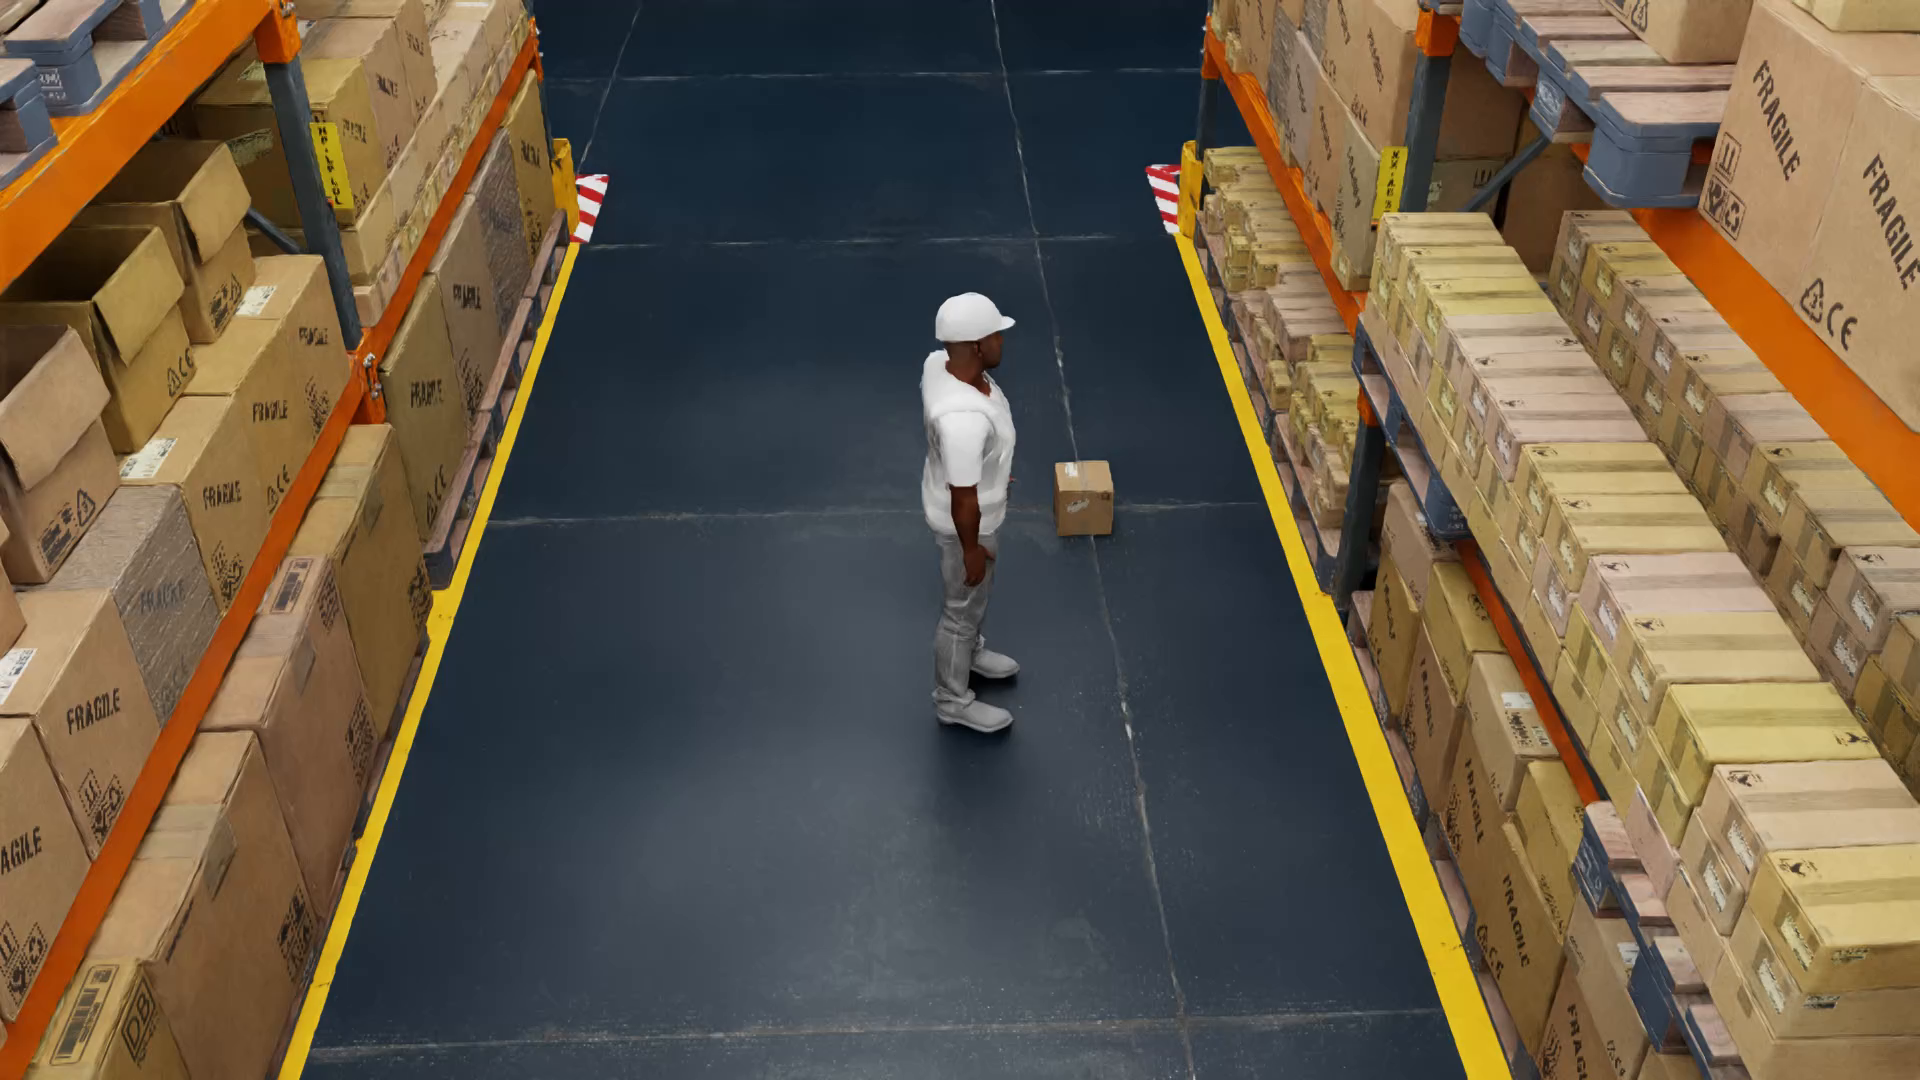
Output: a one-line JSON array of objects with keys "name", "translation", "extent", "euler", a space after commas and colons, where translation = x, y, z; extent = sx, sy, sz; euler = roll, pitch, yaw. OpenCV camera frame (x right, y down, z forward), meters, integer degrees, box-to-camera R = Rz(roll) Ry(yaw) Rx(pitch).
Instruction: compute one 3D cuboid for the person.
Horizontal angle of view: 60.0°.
[{"name": "person", "translation": [0.051, -0.114, 6.249], "extent": [0.392, 1.768, 0.609], "euler": [-2, 35, -3]}]
